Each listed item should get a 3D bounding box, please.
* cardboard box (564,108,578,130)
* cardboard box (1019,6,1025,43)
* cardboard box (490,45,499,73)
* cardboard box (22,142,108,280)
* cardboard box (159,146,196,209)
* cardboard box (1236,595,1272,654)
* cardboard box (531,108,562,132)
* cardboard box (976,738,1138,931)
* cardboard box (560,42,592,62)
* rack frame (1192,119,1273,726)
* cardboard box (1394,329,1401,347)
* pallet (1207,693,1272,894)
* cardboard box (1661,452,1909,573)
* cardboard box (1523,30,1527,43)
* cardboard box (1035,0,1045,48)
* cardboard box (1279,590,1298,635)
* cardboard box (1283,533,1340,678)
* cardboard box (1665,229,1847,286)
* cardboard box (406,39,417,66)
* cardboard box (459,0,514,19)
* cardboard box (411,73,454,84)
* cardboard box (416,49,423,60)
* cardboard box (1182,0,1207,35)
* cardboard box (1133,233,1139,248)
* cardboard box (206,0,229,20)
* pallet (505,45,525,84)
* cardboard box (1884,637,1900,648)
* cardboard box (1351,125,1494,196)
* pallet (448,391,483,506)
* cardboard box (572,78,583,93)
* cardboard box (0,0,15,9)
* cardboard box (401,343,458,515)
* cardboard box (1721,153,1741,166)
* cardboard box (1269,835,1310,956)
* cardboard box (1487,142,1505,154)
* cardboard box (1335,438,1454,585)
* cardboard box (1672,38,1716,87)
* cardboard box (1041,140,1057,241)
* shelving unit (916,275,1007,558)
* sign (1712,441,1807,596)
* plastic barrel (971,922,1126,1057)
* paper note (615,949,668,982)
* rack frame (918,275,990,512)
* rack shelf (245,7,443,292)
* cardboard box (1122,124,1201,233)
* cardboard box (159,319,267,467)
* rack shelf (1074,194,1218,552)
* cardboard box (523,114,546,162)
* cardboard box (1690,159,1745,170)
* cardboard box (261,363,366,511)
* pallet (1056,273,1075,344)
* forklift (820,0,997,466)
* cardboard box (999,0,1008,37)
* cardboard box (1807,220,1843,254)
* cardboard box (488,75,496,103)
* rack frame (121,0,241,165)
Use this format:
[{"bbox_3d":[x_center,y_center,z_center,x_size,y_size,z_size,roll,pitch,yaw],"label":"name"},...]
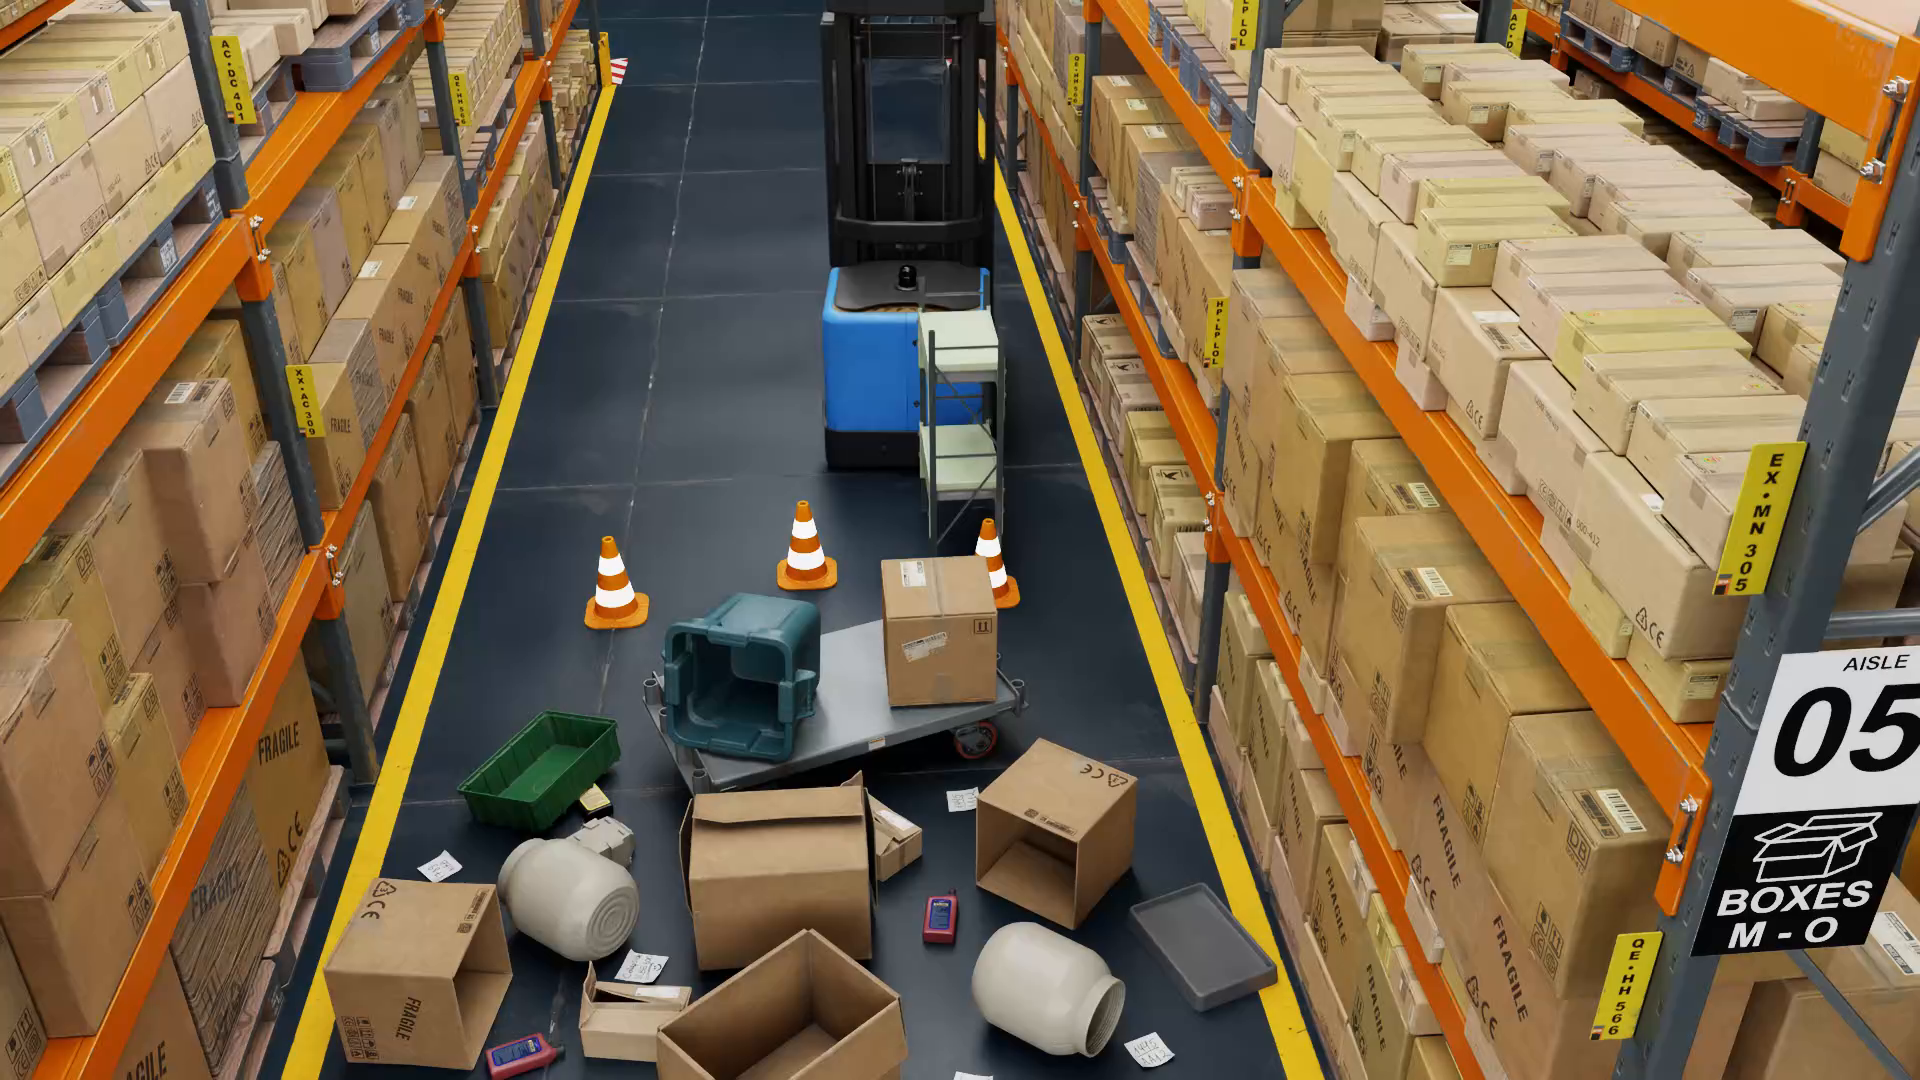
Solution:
[{"bbox_3d":[-3.875,-4.040,15.960,0.380,0.149,0.250,-4,31,-6],"label":"cardboard box"},{"bbox_3d":[0.757,-4.158,13.445,0.500,0.250,0.500,-2,31,-4],"label":"cardboard box"},{"bbox_3d":[-3.639,-3.556,12.323,0.380,0.149,0.250,-3,31,-4],"label":"cardboard box"},{"bbox_3d":[-2.859,-0.959,4.855,0.500,0.250,0.500,-3,31,-5],"label":"cardboard box"},{"bbox_3d":[-2.876,-1.242,5.716,0.380,0.149,0.250,-2,31,-4],"label":"cardboard box"},{"bbox_3d":[1.405,0.354,7.140,0.380,0.149,0.250,-2,31,-4],"label":"cardboard box"},{"bbox_3d":[-3.792,-3.763,14.916,0.380,0.149,0.250,-1,31,-2],"label":"cardboard box"},{"bbox_3d":[0.412,1.258,7.154,0.500,0.500,0.500,20,36,29],"label":"cardboard box"},{"bbox_3d":[-3.954,-4.961,16.921,0.380,0.149,0.250,-3,31,-6],"label":"cardboard box"},{"bbox_3d":[1.667,-0.427,7.539,1.000,3.000,0.127,-3,31,-5],"label":"rack frame"},{"bbox_3d":[1.595,-0.647,5.228,0.380,0.149,0.250,-3,31,-4],"label":"cardboard box"},{"bbox_3d":[1.765,1.112,7.683,1.003,0.211,1.213,-3,31,-5],"label":"pallet"},{"bbox_3d":[1.715,-0.065,3.476,0.380,0.149,0.250,-2,31,-4],"label":"cardboard box"},{"bbox_3d":[5.491,-5.145,17.466,0.700,0.500,0.500,-2,31,-3],"label":"cardboard box"},{"bbox_3d":[0.849,-3.966,12.393,0.500,0.500,0.500,-3,31,-5],"label":"cardboard box"},{"bbox_3d":[1.496,0.246,6.658,0.380,0.149,0.250,-2,31,-3],"label":"cardboard box"},{"bbox_3d":[1.535,0.153,6.181,0.500,0.500,0.500,-3,31,-5],"label":"cardboard box"},{"bbox_3d":[2.199,-0.747,4.618,0.380,0.149,0.250,-2,31,-3],"label":"cardboard box"},{"bbox_3d":[-4.317,-3.665,12.506,0.380,0.149,0.250,-2,31,-3],"label":"cardboard box"},{"bbox_3d":[-3.741,-4.217,13.141,0.380,0.149,0.250,-4,31,-6],"label":"cardboard box"},{"bbox_3d":[-3.522,-3.016,11.129,0.380,0.149,0.250,-3,31,-5],"label":"cardboard box"},{"bbox_3d":[-4.347,-3.674,12.811,0.380,0.149,0.250,-2,31,-4],"label":"cardboard box"},{"bbox_3d":[1.379,-2.640,8.057,0.500,0.250,0.500,-2,31,-4],"label":"cardboard box"},{"bbox_3d":[1.217,-1.818,9.703,0.380,0.149,0.250,-1,31,-2],"label":"cardboard box"},{"bbox_3d":[-3.635,-2.495,7.656,0.500,0.311,0.500,-4,31,-6],"label":"cardboard box"},{"bbox_3d":[-4.073,-3.743,13.278,1.003,0.211,1.213,-3,31,-5],"label":"pallet"},{"bbox_3d":[2.333,0.251,3.725,0.380,0.149,0.250,-3,31,-5],"label":"cardboard box"},{"bbox_3d":[1.512,-1.246,5.453,0.380,0.149,0.250,-4,31,-6],"label":"cardboard box"},{"bbox_3d":[-3.627,-0.577,10.510,1.003,0.211,1.213,-3,31,-5],"label":"pallet"},{"bbox_3d":[-3.923,-4.432,16.325,0.380,0.149,0.250,-1,31,-2],"label":"cardboard box"},{"bbox_3d":[-8.826,-4.870,14.835,0.500,0.250,0.500,-2,31,-3],"label":"cardboard box"},{"bbox_3d":[-3.573,-0.633,9.669,1.050,0.750,0.750,-2,31,-4],"label":"cardboard box"},{"bbox_3d":[6.323,-3.033,13.298,0.380,0.149,0.250,-3,31,-4],"label":"cardboard box"},{"bbox_3d":[1.567,1.431,6.702,0.500,0.250,0.500,-3,31,-5],"label":"cardboard box"},{"bbox_3d":[2.025,-1.307,5.944,0.500,0.250,0.500,-3,31,-5],"label":"cardboard box"},{"bbox_3d":[1.677,-0.010,5.479,0.700,0.500,0.500,-3,31,-5],"label":"cardboard box"},{"bbox_3d":[5.898,-3.758,12.606,0.797,0.503,0.637,-3,31,-6],"label":"cardboard box"},{"bbox_3d":[1.149,-3.006,13.519,0.875,0.875,0.875,-2,31,-3],"label":"cardboard box"},{"bbox_3d":[0.001,-0.640,9.360,0.431,1.500,0.755,-3,31,-5],"label":"shelving unit"},{"bbox_3d":[1.486,-0.036,3.096,0.100,0.325,0.005,-3,31,-5],"label":"sign"},{"bbox_3d":[0.341,1.740,6.425,0.512,0.421,0.421,20,36,29],"label":"plastic barrel"},{"bbox_3d":[-1.303,1.746,6.805,0.172,0.023,0.155,8,32,13],"label":"paper note"},{"bbox_3d":[-0.034,-0.827,9.673,0.400,1.500,0.023,-3,31,-5],"label":"rack frame"},{"bbox_3d":[-3.439,-2.138,8.180,1.077,0.370,4.000,-3,31,-5],"label":"rack shelf"},{"bbox_3d":[1.217,-2.042,9.447,0.500,0.500,0.500,-2,31,-4],"label":"cardboard box"},{"bbox_3d":[-3.252,-0.476,6.422,0.875,0.550,0.550,-3,31,-5],"label":"cardboard box"},{"bbox_3d":[1.480,-1.139,9.433,1.077,0.370,4.000,-3,31,-5],"label":"rack shelf"},{"bbox_3d":[-3.678,-3.283,13.618,0.500,0.250,0.500,-4,31,-6],"label":"cardboard box"},{"bbox_3d":[5.896,-2.873,13.030,0.380,0.149,0.250,-3,31,-5],"label":"cardboard box"},{"bbox_3d":[-3.033,-0.462,7.501,0.500,0.500,0.500,-2,31,-4],"label":"cardboard box"},{"bbox_3d":[1.295,-1.678,12.353,1.003,0.211,1.213,-3,31,-5],"label":"pallet"},{"bbox_3d":[-0.318,-2.435,10.969,1.130,2.935,3.031,0,31,0],"label":"forklift"},{"bbox_3d":[0.622,-4.778,14.727,0.500,0.500,0.500,-2,31,-4],"label":"cardboard box"},{"bbox_3d":[6.475,-2.044,12.275,0.500,0.500,0.500,-2,31,-3],"label":"cardboard box"},{"bbox_3d":[-3.615,-3.300,12.186,0.380,0.149,0.250,-4,31,-6],"label":"cardboard box"},{"bbox_3d":[-3.252,-2.713,5.517,1.000,3.000,0.127,-3,31,-5],"label":"rack frame"}]
